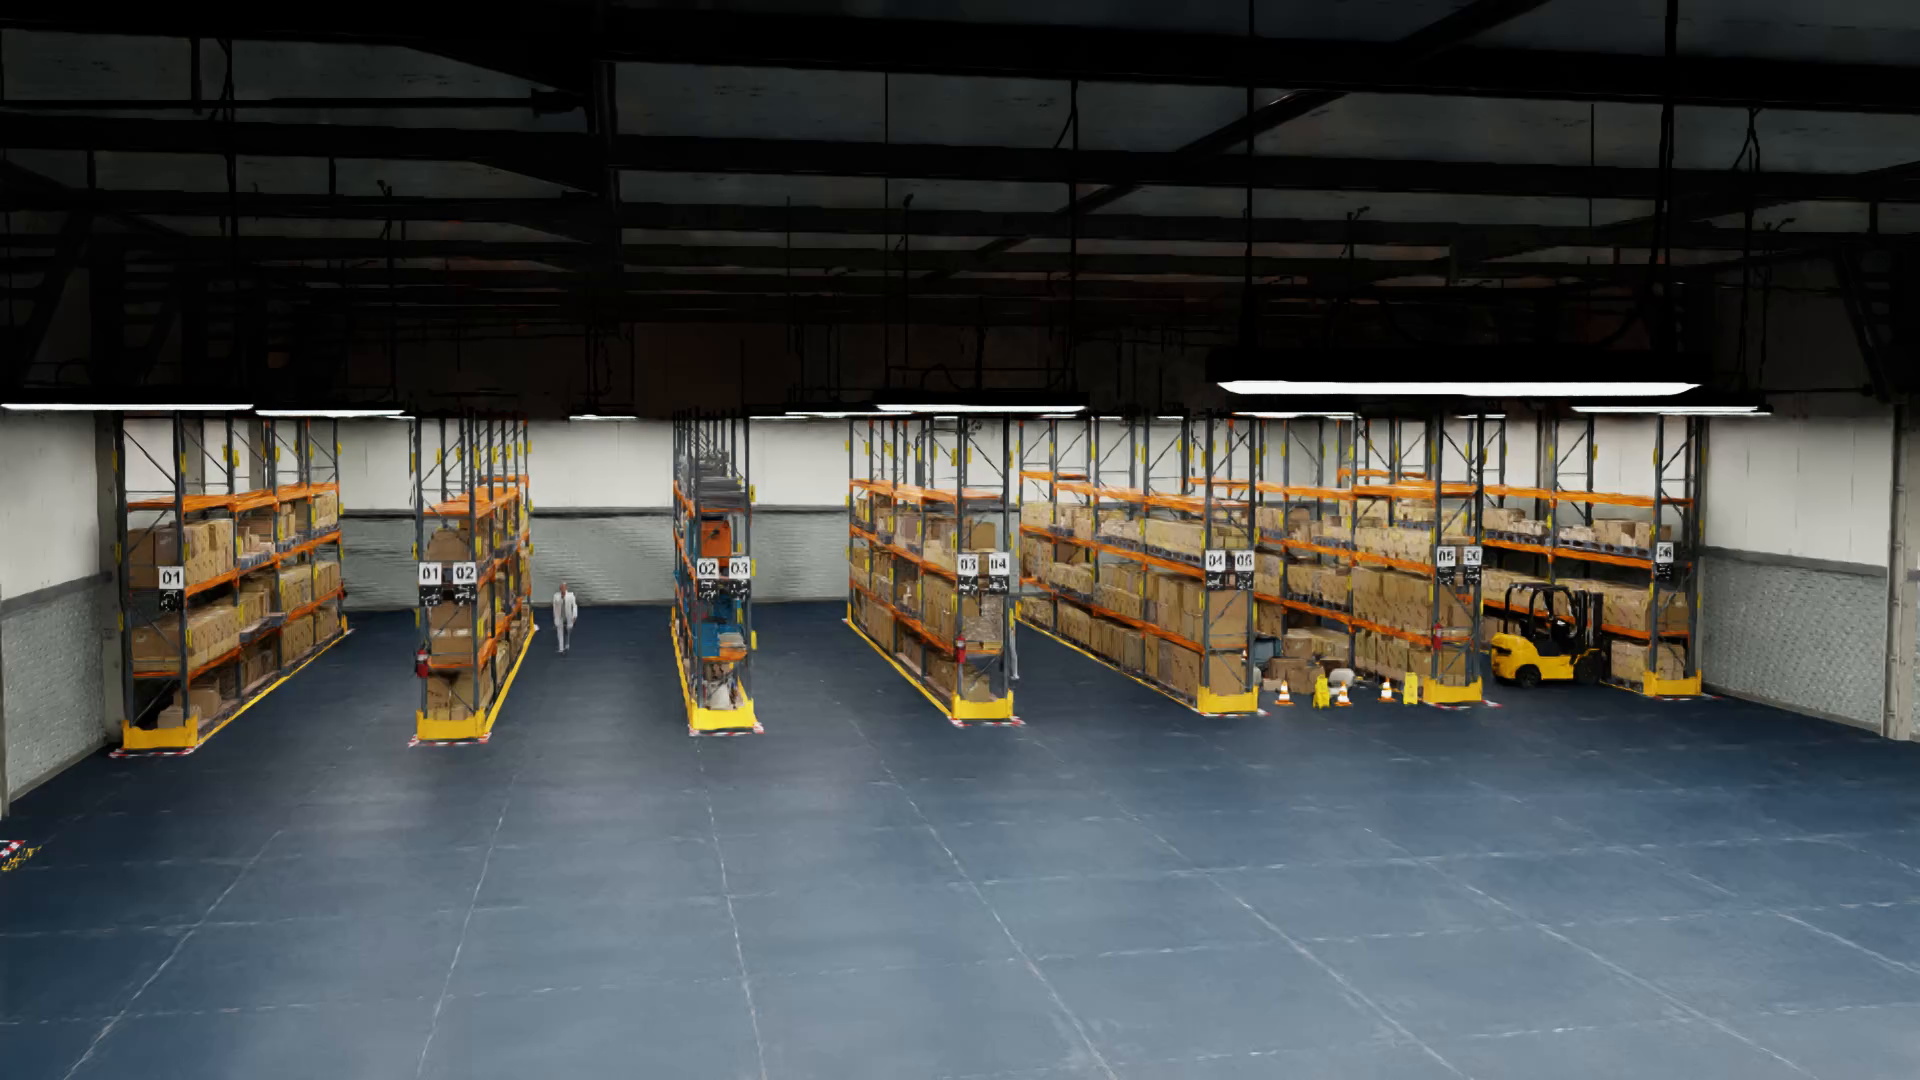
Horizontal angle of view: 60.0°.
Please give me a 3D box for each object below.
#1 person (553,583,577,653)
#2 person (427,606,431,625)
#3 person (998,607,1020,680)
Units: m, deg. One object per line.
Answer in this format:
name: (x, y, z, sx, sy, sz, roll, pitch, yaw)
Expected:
person: (-9.840, 1.914, 41.396, 0.600, 1.725, 1.110, -1, 4, -12)
person: (-13.150, 1.947, 41.816, 0.497, 1.583, 1.090, -1, 4, -9)
person: (1.043, 2.278, 37.041, 0.446, 1.590, 1.110, -1, 4, -9)
